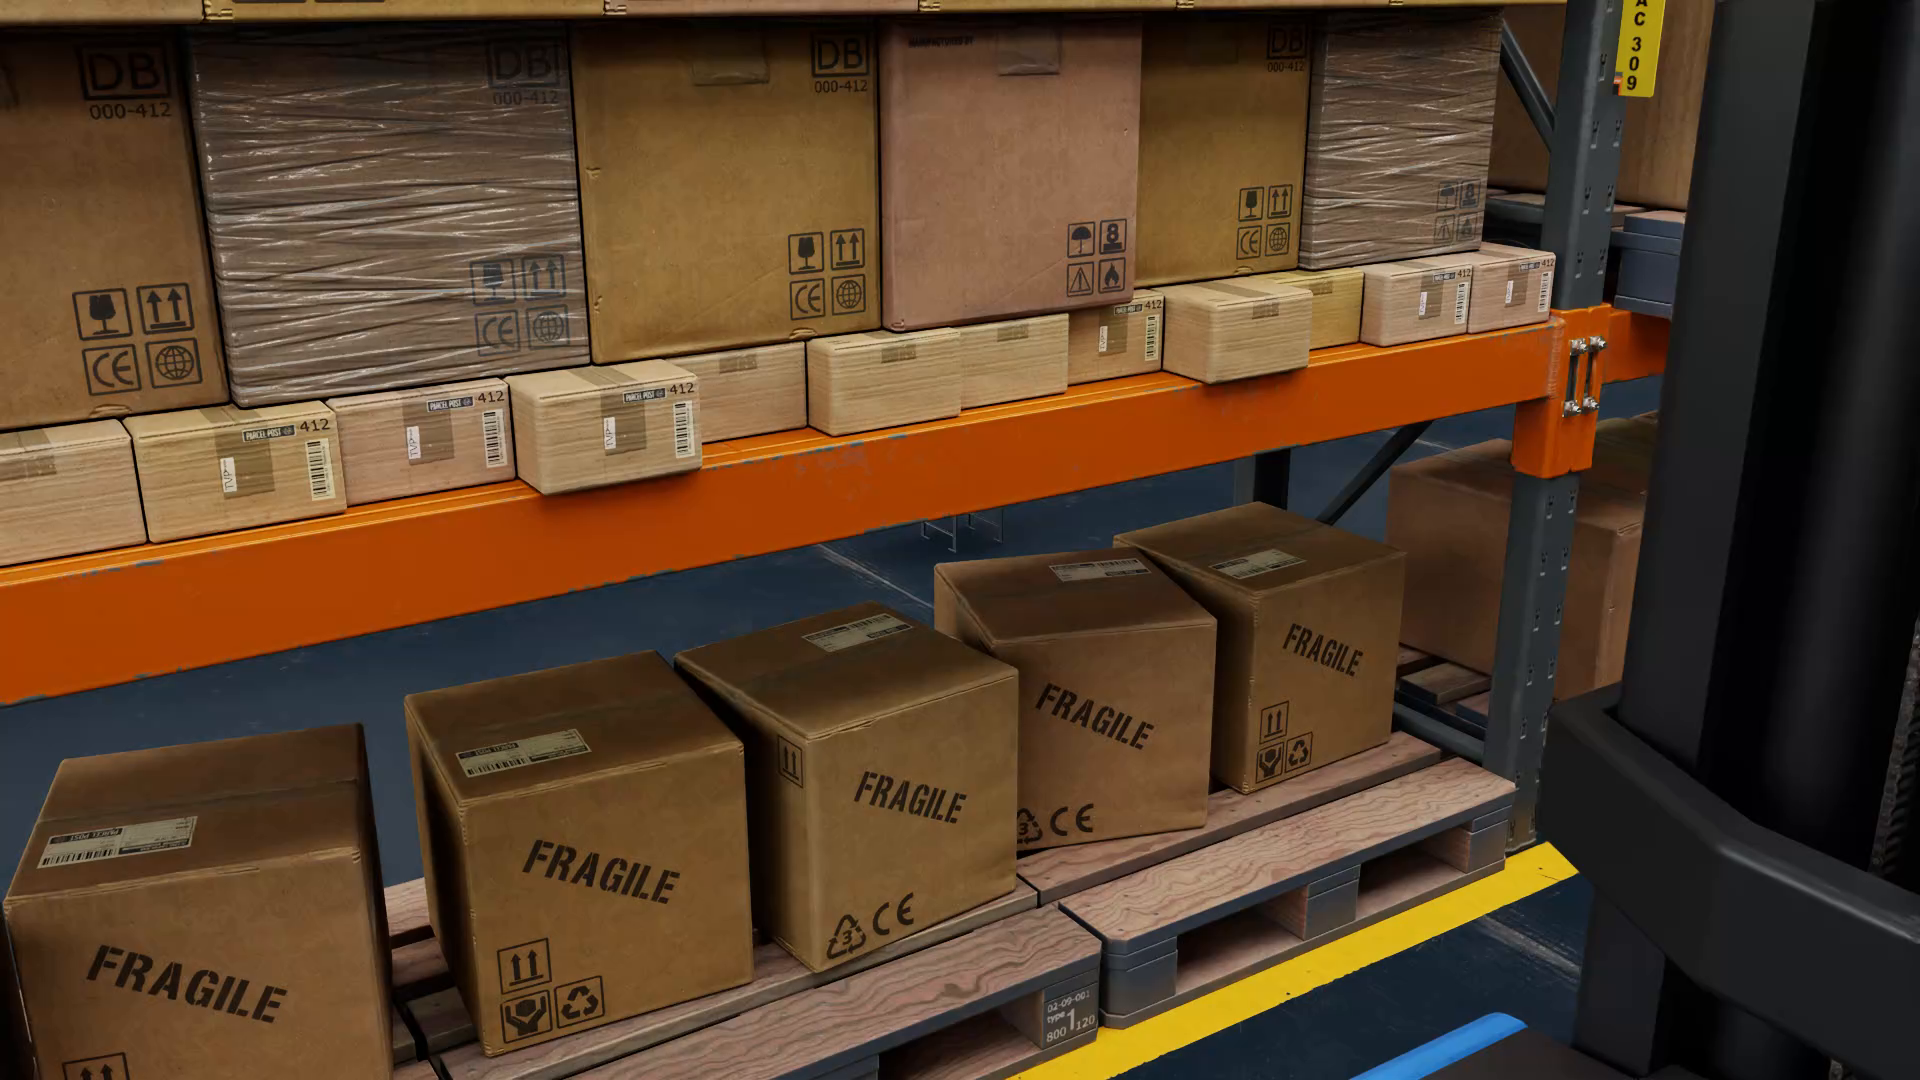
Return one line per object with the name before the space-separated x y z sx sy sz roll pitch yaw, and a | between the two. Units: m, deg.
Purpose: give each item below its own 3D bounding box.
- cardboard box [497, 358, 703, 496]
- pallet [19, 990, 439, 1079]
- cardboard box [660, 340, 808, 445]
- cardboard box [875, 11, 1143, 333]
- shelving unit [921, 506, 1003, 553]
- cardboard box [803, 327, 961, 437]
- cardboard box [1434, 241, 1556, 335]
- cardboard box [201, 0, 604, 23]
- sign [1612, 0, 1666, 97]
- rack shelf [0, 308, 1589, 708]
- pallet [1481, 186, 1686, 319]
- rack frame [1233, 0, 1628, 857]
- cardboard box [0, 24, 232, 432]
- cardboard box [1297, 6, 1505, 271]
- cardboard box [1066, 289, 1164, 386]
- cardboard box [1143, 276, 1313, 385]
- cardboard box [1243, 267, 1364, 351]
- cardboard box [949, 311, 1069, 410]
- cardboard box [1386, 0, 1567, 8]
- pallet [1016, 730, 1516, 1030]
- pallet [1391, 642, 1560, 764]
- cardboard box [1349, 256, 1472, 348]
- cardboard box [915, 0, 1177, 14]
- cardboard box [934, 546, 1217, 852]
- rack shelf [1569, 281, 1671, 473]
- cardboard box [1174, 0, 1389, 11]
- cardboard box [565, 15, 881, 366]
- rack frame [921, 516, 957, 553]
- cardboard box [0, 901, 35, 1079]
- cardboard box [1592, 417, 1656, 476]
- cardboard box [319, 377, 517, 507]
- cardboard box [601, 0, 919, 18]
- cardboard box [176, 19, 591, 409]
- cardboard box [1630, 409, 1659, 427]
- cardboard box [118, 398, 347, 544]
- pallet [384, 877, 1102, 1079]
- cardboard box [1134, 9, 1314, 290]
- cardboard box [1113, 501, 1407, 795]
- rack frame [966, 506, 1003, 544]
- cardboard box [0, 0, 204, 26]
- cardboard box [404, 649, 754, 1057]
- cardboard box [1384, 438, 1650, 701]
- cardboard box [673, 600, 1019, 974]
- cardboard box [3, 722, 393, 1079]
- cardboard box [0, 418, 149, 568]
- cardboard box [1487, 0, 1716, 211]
cardboard box | -0.591 -0.202 2.552 0.250 0.149 0.380 -12 22 -31
pallet | -1.505 1.077 2.728 1.213 0.211 1.003 -12 22 -31
cardboard box | -0.455 -0.282 2.787 0.250 0.149 0.380 -12 22 -31
cardboard box | -0.134 -0.733 3.109 0.500 0.500 0.875 -12 22 -31
shelving unit | 0.007 -0.428 6.105 0.210 0.900 0.258 -12 22 -31
cardboard box | -0.204 -0.305 2.857 0.250 0.149 0.380 -12 22 -31
cardboard box | 1.057 -0.566 3.627 0.250 0.149 0.380 -12 22 -31
cardboard box | -0.818 -0.957 2.211 0.500 0.500 0.500 -12 22 -31
sign | 1.380 -1.067 3.367 0.005 0.325 0.100 -12 22 -31
rack shelf | -0.596 -0.108 3.004 4.000 0.370 1.077 -12 22 -31
pallet | 1.793 -0.806 4.245 1.213 0.211 1.003 -12 22 -31
rack frame | 1.075 -0.801 3.931 0.127 3.000 1.000 -12 22 -31
cardboard box | -1.440 -0.495 2.404 0.500 0.500 0.875 -12 22 -31
cardboard box | 0.665 -0.927 3.682 0.500 0.500 0.875 -12 22 -31
cardboard box | 0.172 -0.414 3.177 0.250 0.149 0.380 -12 22 -31
cardboard box | 0.454 -0.422 3.203 0.250 0.149 0.380 -12 22 -31
cardboard box | 0.601 -0.496 3.421 0.250 0.149 0.380 -12 22 -31
cardboard box | -0.014 -0.359 3.015 0.250 0.149 0.380 -12 22 -31
cardboard box | 0.850 -1.310 3.255 0.500 0.500 0.500 -12 22 -31
pallet | 0.533 0.648 4.000 1.213 0.211 1.003 -12 22 -31
pallet | 1.724 0.382 4.784 1.213 0.211 1.003 -12 22 -31
cardboard box | 0.843 -0.524 3.504 0.250 0.149 0.380 -12 22 -31
cardboard box | 0.015 -1.134 2.734 0.500 0.500 0.500 -12 22 -31
cardboard box | 0.244 0.347 3.783 0.500 0.500 0.500 -5 19 -14
rack shelf | 2.745 -0.813 5.088 4.000 0.370 1.077 -12 22 -31
cardboard box | 0.433 -1.222 2.993 0.500 0.500 0.500 -12 22 -31
cardboard box | -0.575 -0.656 2.881 0.500 0.500 0.875 -12 22 -31
rack frame | -0.078 -0.410 6.052 0.006 0.900 0.240 -12 22 -31
cardboard box | -1.735 0.783 2.492 0.500 0.500 0.500 -8 20 -21
cardboard box | 2.008 -0.007 4.797 0.500 0.500 0.700 -12 22 -32
cardboard box | -0.857 -0.186 2.504 0.250 0.149 0.380 -12 22 -31
cardboard box | -0.404 -1.047 2.476 0.500 0.500 0.500 -12 22 -31
cardboard box | -0.999 -0.571 2.630 0.500 0.500 0.875 -12 22 -31
cardboard box | 2.475 -0.105 5.089 0.500 0.500 0.700 -14 23 -36
cardboard box | -1.050 -0.135 2.352 0.250 0.149 0.380 -12 22 -31
pallet | -0.487 0.864 3.360 1.213 0.211 1.003 -12 22 -31
cardboard box | 0.228 -0.848 3.449 0.500 0.500 0.875 -12 22 -31
cardboard box | 0.719 0.244 4.087 0.500 0.500 0.500 -13 22 -33
rack frame | 0.092 -0.446 6.158 0.006 0.900 0.240 -12 22 -31
cardboard box | -1.235 -0.869 1.949 0.500 0.500 0.500 -12 22 -31
cardboard box | -0.722 0.563 3.142 0.500 0.500 0.500 -10 21 -26
cardboard box | 1.599 0.072 4.564 0.500 0.500 0.700 -14 23 -36
cardboard box | -0.231 0.477 3.397 0.500 0.500 0.500 -14 23 -36
cardboard box | -1.255 0.669 2.831 0.500 0.500 0.500 -6 20 -17
cardboard box | -1.263 -0.093 2.227 0.250 0.149 0.380 -12 22 -31
cardboard box | 1.815 -1.387 4.071 1.000 1.000 1.000 -12 22 -31
